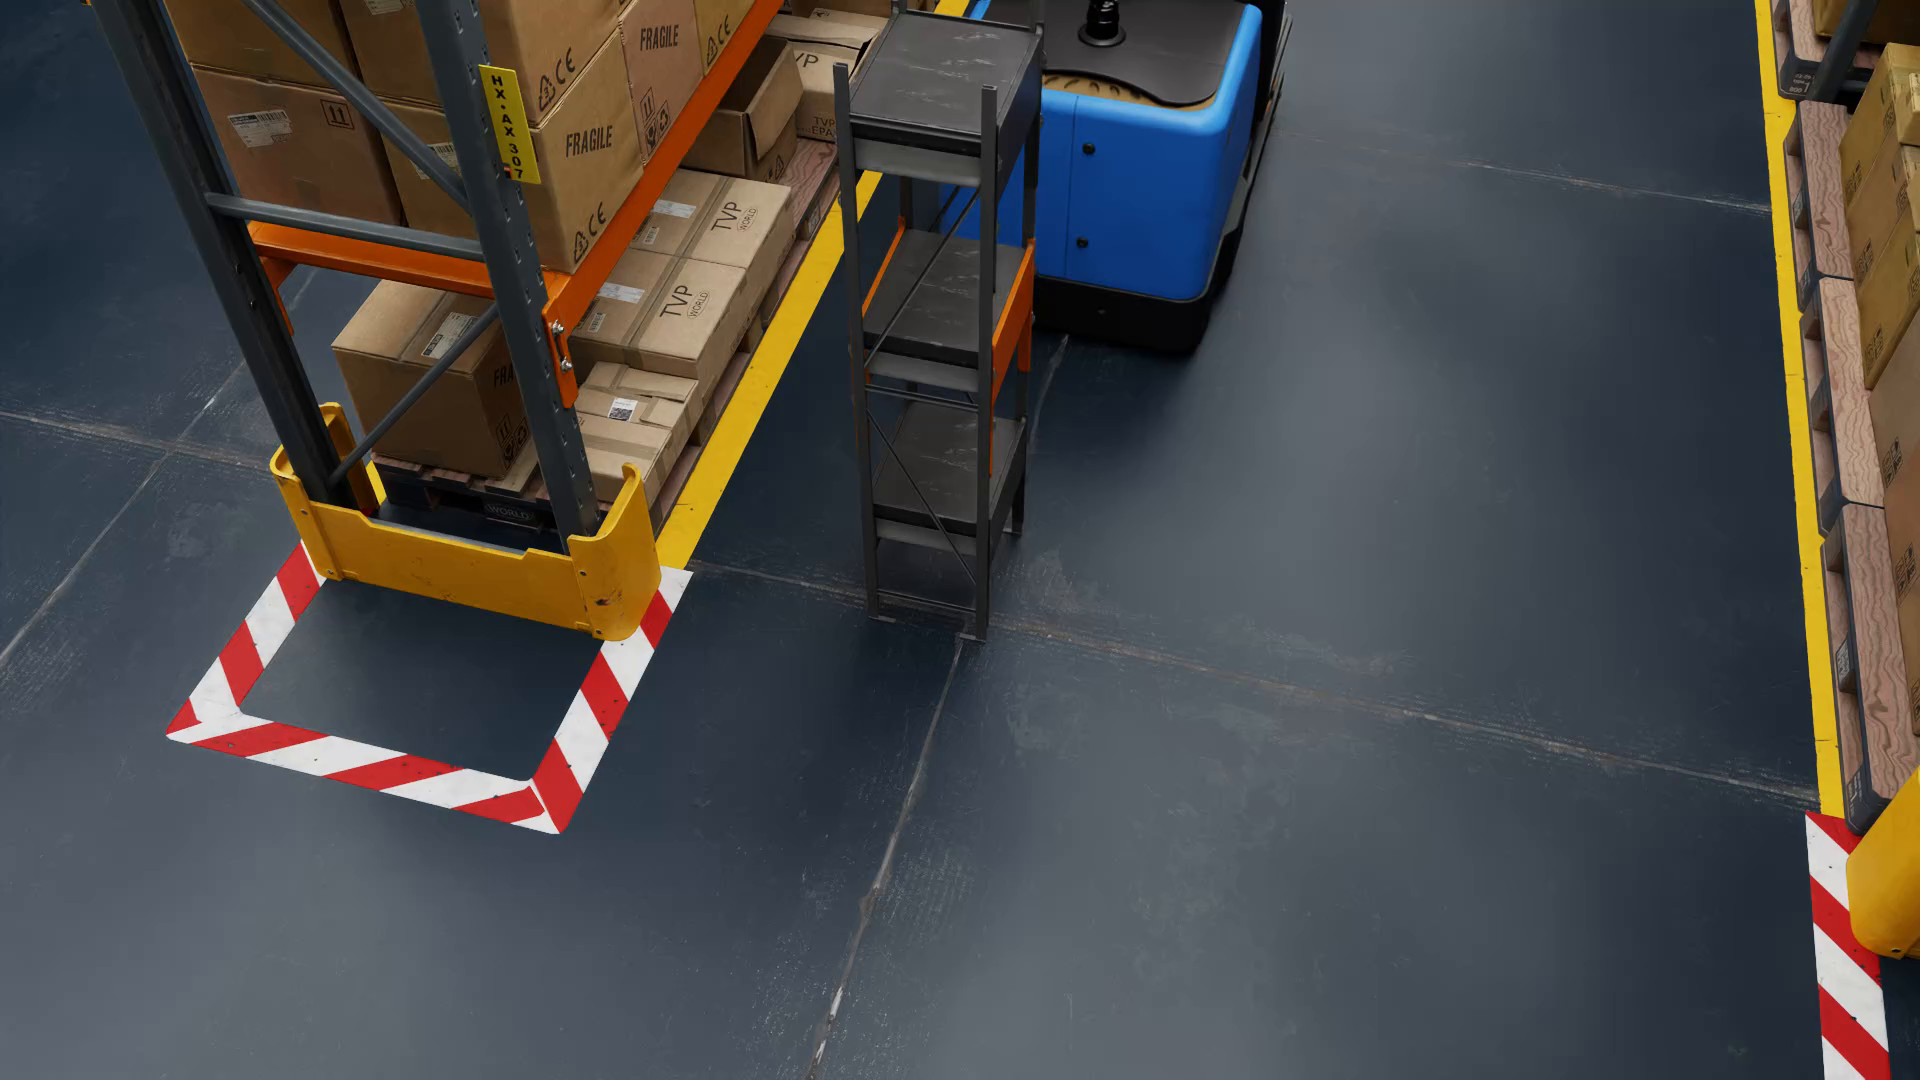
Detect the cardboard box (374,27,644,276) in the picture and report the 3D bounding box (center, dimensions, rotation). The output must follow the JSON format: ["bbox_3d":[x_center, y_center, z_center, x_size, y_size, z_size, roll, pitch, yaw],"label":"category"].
[{"bbox_3d":[-1.254,-1.134,4.684,0.500,0.500,0.500,13,50,11],"label":"cardboard box"}]

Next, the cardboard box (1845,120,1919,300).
[{"bbox_3d":[3.776,-1.179,6.177,0.700,0.500,0.500,11,50,10],"label":"cardboard box"}]

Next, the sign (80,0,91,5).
[{"bbox_3d":[-2.155,-1.444,4.041,0.100,0.325,0.005,12,50,10],"label":"sign"}]

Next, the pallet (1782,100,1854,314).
[{"bbox_3d":[3.932,-1.294,6.751,1.003,0.211,1.213,12,50,10],"label":"pallet"}]

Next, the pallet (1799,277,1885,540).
[{"bbox_3d":[3.613,-0.408,5.970,1.003,0.211,1.213,12,50,10],"label":"pallet"}]

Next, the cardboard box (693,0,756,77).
[{"bbox_3d":[-0.988,-1.871,5.334,0.500,0.500,0.500,11,50,10],"label":"cardboard box"}]

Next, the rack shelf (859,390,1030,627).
[{"bbox_3d":[-0.044,-0.103,5.392,0.431,0.518,0.480,12,50,10],"label":"rack shelf"}]

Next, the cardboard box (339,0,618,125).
[{"bbox_3d":[-1.254,-1.465,4.309,0.500,0.500,0.500,13,50,11],"label":"cardboard box"}]

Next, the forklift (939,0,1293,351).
[{"bbox_3d":[0.812,-2.816,6.281,1.130,2.935,3.031,12,50,11],"label":"forklift"}]

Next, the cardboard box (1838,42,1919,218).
[{"bbox_3d":[3.912,-1.542,6.497,0.700,0.500,0.500,12,50,11],"label":"cardboard box"}]

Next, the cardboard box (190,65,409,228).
[{"bbox_3d":[-1.770,-1.243,4.780,0.500,0.500,0.500,13,50,11],"label":"cardboard box"}]

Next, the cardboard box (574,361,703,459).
[{"bbox_3d":[-1.118,-0.456,5.748,0.380,0.166,0.250,12,50,10],"label":"cardboard box"}]

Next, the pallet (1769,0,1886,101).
[{"bbox_3d":[4.338,-2.401,7.728,1.003,0.211,1.213,12,50,10],"label":"pallet"}]

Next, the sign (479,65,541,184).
[{"bbox_3d":[-1.102,-1.012,4.065,0.100,0.325,0.005,12,50,10],"label":"sign"}]

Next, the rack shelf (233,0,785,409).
[{"bbox_3d":[-1.099,-2.041,6.031,1.077,0.370,4.000,12,50,10],"label":"rack shelf"}]

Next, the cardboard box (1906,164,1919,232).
[{"bbox_3d":[3.508,-1.167,5.734,0.380,0.149,0.250,10,49,9],"label":"cardboard box"}]

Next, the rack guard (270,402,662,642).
[{"bbox_3d":[-1.605,-0.060,5.470,1.175,0.500,0.348,12,50,10],"label":"rack guard"}]

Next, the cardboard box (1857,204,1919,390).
[{"bbox_3d":[3.639,-0.808,5.850,0.700,0.500,0.500,13,50,11],"label":"cardboard box"}]

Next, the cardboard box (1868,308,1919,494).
[{"bbox_3d":[3.506,-0.421,5.508,0.700,0.500,0.500,10,49,9],"label":"cardboard box"}]

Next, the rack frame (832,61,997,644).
[{"bbox_3d":[-0.108,-0.399,4.701,0.400,2.100,0.015,12,50,10],"label":"rack frame"}]

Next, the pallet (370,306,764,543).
[{"bbox_3d":[-1.396,-0.541,6.087,1.003,0.211,1.213,12,50,10],"label":"pallet"}]

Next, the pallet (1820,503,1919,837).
[{"bbox_3d":[3.290,0.471,5.193,1.003,0.211,1.213,12,50,10],"label":"pallet"}]

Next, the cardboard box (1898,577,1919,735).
[{"bbox_3d":[3.243,0.305,4.868,0.700,0.500,0.500,12,50,10],"label":"cardboard box"}]

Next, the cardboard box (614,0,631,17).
[{"bbox_3d":[-1.124,-1.845,4.644,0.500,0.500,0.500,12,50,10],"label":"cardboard box"}]

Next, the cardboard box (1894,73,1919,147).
[{"bbox_3d":[3.646,-1.545,6.067,0.380,0.149,0.250,13,50,11],"label":"cardboard box"}]

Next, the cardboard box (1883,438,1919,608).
[{"bbox_3d":[3.374,-0.057,5.187,0.700,0.500,0.500,11,50,10],"label":"cardboard box"}]

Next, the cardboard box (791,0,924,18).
[{"bbox_3d":[-0.449,-2.576,7.397,0.500,0.500,0.500,12,50,10],"label":"cardboard box"}]

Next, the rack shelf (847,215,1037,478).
[{"bbox_3d":[-0.044,-0.566,4.867,0.431,0.518,0.480,12,50,10],"label":"rack shelf"}]

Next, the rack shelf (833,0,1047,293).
[{"bbox_3d":[-0.044,-1.029,4.342,0.431,0.518,0.480,12,50,10],"label":"rack shelf"}]

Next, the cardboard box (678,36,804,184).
[{"bbox_3d":[-1.062,-1.685,6.608,0.797,0.503,0.637,12,50,10],"label":"cardboard box"}]

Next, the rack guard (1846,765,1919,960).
[{"bbox_3d":[3.148,0.987,4.546,1.175,0.500,0.348,12,50,10],"label":"rack guard"}]

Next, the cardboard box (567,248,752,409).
[{"bbox_3d":[-1.077,-0.767,5.967,0.500,0.250,0.500,12,50,10],"label":"cardboard box"}]

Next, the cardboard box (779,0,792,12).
[{"bbox_3d":[-0.892,-2.721,7.650,0.500,0.311,0.500,12,50,10],"label":"cardboard box"}]

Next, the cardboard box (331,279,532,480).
[{"bbox_3d":[-1.720,-0.593,5.646,0.500,0.500,0.500,12,50,10],"label":"cardboard box"}]

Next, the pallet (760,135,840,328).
[{"bbox_3d":[-1.073,-1.421,6.864,1.003,0.211,1.213,12,50,10],"label":"pallet"}]

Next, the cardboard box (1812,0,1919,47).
[{"bbox_3d":[4.253,-2.674,7.263,0.750,0.750,0.750,12,50,10],"label":"cardboard box"}]

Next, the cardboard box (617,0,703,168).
[{"bbox_3d":[-1.123,-1.509,5.014,0.500,0.500,0.500,11,50,10],"label":"cardboard box"}]

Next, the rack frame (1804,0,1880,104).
[{"bbox_3d":[4.208,-2.751,6.177,1.000,3.000,0.127,12,50,10],"label":"rack frame"}]

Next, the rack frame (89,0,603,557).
[{"bbox_3d":[-1.625,-0.832,4.484,1.000,3.000,0.127,12,50,10],"label":"rack frame"}]

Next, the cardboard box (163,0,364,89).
[{"bbox_3d":[-1.773,-1.573,4.404,0.500,0.500,0.500,11,50,10],"label":"cardboard box"}]

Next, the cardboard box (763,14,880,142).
[{"bbox_3d":[-0.646,-1.971,6.989,0.500,0.311,0.500,12,50,10],"label":"cardboard box"}]

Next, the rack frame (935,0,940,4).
[{"bbox_3d":[-0.572,-3.726,7.038,1.000,3.000,0.127,12,50,10],"label":"rack frame"}]

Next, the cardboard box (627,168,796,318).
[{"bbox_3d":[-0.945,-1.129,6.286,0.500,0.250,0.500,12,50,10],"label":"cardboard box"}]

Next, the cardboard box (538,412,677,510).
[{"bbox_3d":[-1.183,-0.270,5.595,0.380,0.149,0.250,12,50,10],"label":"cardboard box"}]

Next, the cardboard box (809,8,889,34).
[{"bbox_3d":[-0.490,-2.177,7.279,0.380,0.149,0.250,12,50,10],"label":"cardboard box"}]

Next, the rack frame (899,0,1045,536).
[{"bbox_3d":[0.021,-0.752,5.013,0.400,2.100,0.015,12,50,10],"label":"rack frame"}]

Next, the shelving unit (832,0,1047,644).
[{"bbox_3d":[-0.044,-0.575,4.857,0.431,2.100,0.503,12,50,10],"label":"shelving unit"}]

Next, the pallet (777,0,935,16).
[{"bbox_3d":[-0.754,-2.306,7.645,1.003,0.211,1.213,12,50,10],"label":"pallet"}]
